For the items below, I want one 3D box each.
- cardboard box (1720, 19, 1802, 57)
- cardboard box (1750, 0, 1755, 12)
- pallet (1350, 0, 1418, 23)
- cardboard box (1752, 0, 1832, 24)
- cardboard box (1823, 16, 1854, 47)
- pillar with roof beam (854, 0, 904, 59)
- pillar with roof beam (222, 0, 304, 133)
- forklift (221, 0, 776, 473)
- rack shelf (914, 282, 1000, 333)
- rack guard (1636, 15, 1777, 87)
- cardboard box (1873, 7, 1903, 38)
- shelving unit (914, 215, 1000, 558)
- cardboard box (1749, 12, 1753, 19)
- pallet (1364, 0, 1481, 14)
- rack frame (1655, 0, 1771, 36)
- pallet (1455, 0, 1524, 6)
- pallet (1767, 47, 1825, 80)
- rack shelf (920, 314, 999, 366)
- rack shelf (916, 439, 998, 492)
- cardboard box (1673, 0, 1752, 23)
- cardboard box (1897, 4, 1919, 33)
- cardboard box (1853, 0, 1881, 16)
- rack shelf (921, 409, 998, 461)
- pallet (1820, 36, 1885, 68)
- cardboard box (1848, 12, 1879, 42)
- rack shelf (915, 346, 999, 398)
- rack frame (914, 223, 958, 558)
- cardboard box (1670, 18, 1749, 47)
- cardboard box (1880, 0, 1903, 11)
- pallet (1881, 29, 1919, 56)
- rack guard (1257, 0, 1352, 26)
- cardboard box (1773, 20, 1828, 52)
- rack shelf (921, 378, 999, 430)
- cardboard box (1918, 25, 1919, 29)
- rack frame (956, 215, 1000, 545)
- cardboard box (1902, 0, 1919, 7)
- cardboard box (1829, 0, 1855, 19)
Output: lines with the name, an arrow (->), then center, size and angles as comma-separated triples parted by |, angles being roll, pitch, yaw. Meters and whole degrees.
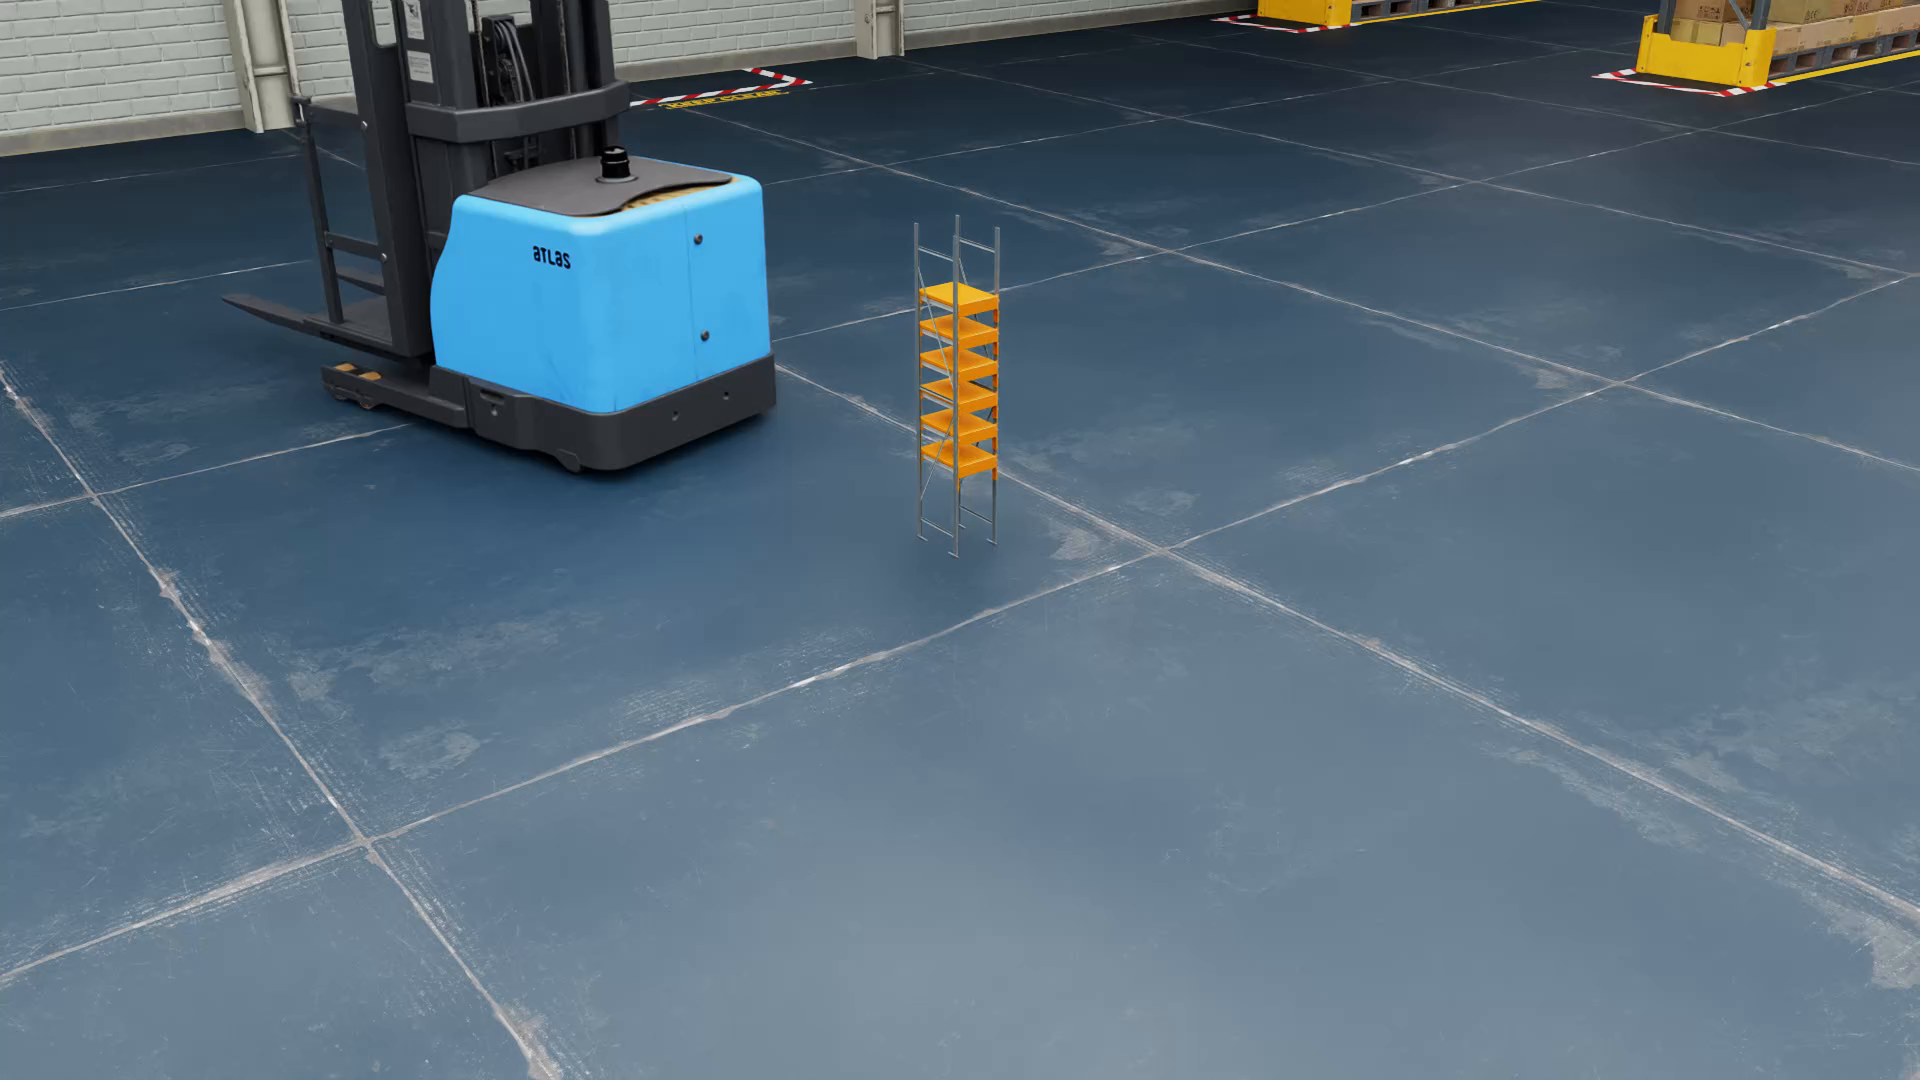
cardboard box -> 7.516, -4.715, 15.614 | 0.500, 0.250, 0.500 | -18, 31, -34
cardboard box -> 7.973, -5.492, 16.398 | 0.500, 0.500, 0.500 | -18, 31, -34
pallet -> 4.618, -6.301, 19.575 | 1.213, 0.211, 1.003 | -18, 31, -34
cardboard box -> 7.908, -5.186, 15.737 | 0.500, 0.500, 0.500 | -18, 31, -34
cardboard box -> 8.300, -4.976, 16.176 | 0.500, 0.250, 0.500 | -18, 31, -34
pillar with roof beam -> 1.849, -7.551, 11.831 | 0.400, 9.000, 9.100 | -18, 31, -34
pillar with roof beam -> -2.873, -5.993, 8.473 | 0.400, 9.000, 9.100 | -18, 31, -34
forklift -> -2.301, -2.082, 7.254 | 3.031, 2.935, 1.130 | 17, 30, 33
rack shelf -> -0.011, -0.827, 5.856 | 0.180, 0.103, 0.258 | -18, 31, -34
rack guard -> 6.937, -4.566, 15.495 | 0.348, 0.500, 1.175 | -18, 31, -34
cardboard box -> 9.090, -5.234, 16.733 | 0.500, 0.250, 0.500 | -18, 31, -34
shelving unit -> -0.011, -0.540, 5.989 | 0.189, 1.200, 0.258 | -18, 31, -34
cardboard box -> 7.582, -5.021, 16.272 | 0.500, 0.250, 0.500 | -18, 31, -34
pallet -> 5.577, -6.616, 20.254 | 1.213, 0.211, 1.003 | -18, 31, -34
rack frame -> 6.956, -5.706, 14.982 | 0.127, 3.000, 1.000 | -18, 31, -34
pallet -> 6.538, -6.934, 20.941 | 1.213, 0.211, 1.003 | -18, 31, -34
pallet -> 7.532, -4.654, 16.027 | 1.213, 0.211, 1.003 | -18, 31, -34
rack shelf -> -0.011, -0.718, 5.907 | 0.180, 0.103, 0.258 | -18, 31, -34
rack shelf -> -0.011, -0.282, 6.109 | 0.180, 0.103, 0.258 | -18, 31, -34
cardboard box -> 7.195, -5.228, 15.827 | 0.500, 0.500, 0.500 | -18, 31, -34
cardboard box -> 9.474, -5.369, 17.023 | 0.500, 0.250, 0.500 | -18, 31, -34
cardboard box -> 8.698, -5.444, 16.294 | 0.500, 0.500, 0.500 | -18, 31, -34
rack shelf -> -0.011, -0.391, 6.059 | 0.180, 0.103, 0.258 | -18, 31, -34
pallet -> 8.492, -4.969, 16.706 | 1.213, 0.211, 1.003 | -18, 31, -34
cardboard box -> 8.697, -5.104, 16.452 | 0.500, 0.250, 0.500 | -18, 31, -34
rack shelf -> -0.011, -0.609, 5.957 | 0.180, 0.103, 0.258 | -18, 31, -34
rack frame -> -0.083, -0.517, 5.938 | 0.006, 1.200, 0.240 | -18, 31, -34
cardboard box -> 7.196, -4.887, 15.984 | 0.500, 0.250, 0.500 | -18, 31, -34
cardboard box -> 9.082, -5.579, 16.584 | 0.500, 0.500, 0.500 | -18, 31, -34
pallet -> 9.452, -5.288, 17.393 | 1.213, 0.211, 1.003 | -18, 31, -34
rack guard -> 3.956, -6.232, 19.085 | 0.348, 0.500, 1.175 | -18, 31, -34
cardboard box -> 7.907, -4.846, 15.896 | 0.500, 0.250, 0.500 | -18, 31, -34
rack shelf -> -0.011, -0.500, 6.008 | 0.180, 0.103, 0.258 | -18, 31, -34
cardboard box -> 9.874, -5.496, 17.296 | 0.500, 0.250, 0.500 | -18, 31, -34
rack frame -> 0.061, -0.564, 6.041 | 0.006, 1.200, 0.240 | -18, 31, -34
cardboard box -> 9.473, -5.710, 16.867 | 0.500, 0.500, 0.500 | -18, 31, -34
cardboard box -> 8.293, -5.320, 16.026 | 0.500, 0.500, 0.500 | -18, 31, -34
